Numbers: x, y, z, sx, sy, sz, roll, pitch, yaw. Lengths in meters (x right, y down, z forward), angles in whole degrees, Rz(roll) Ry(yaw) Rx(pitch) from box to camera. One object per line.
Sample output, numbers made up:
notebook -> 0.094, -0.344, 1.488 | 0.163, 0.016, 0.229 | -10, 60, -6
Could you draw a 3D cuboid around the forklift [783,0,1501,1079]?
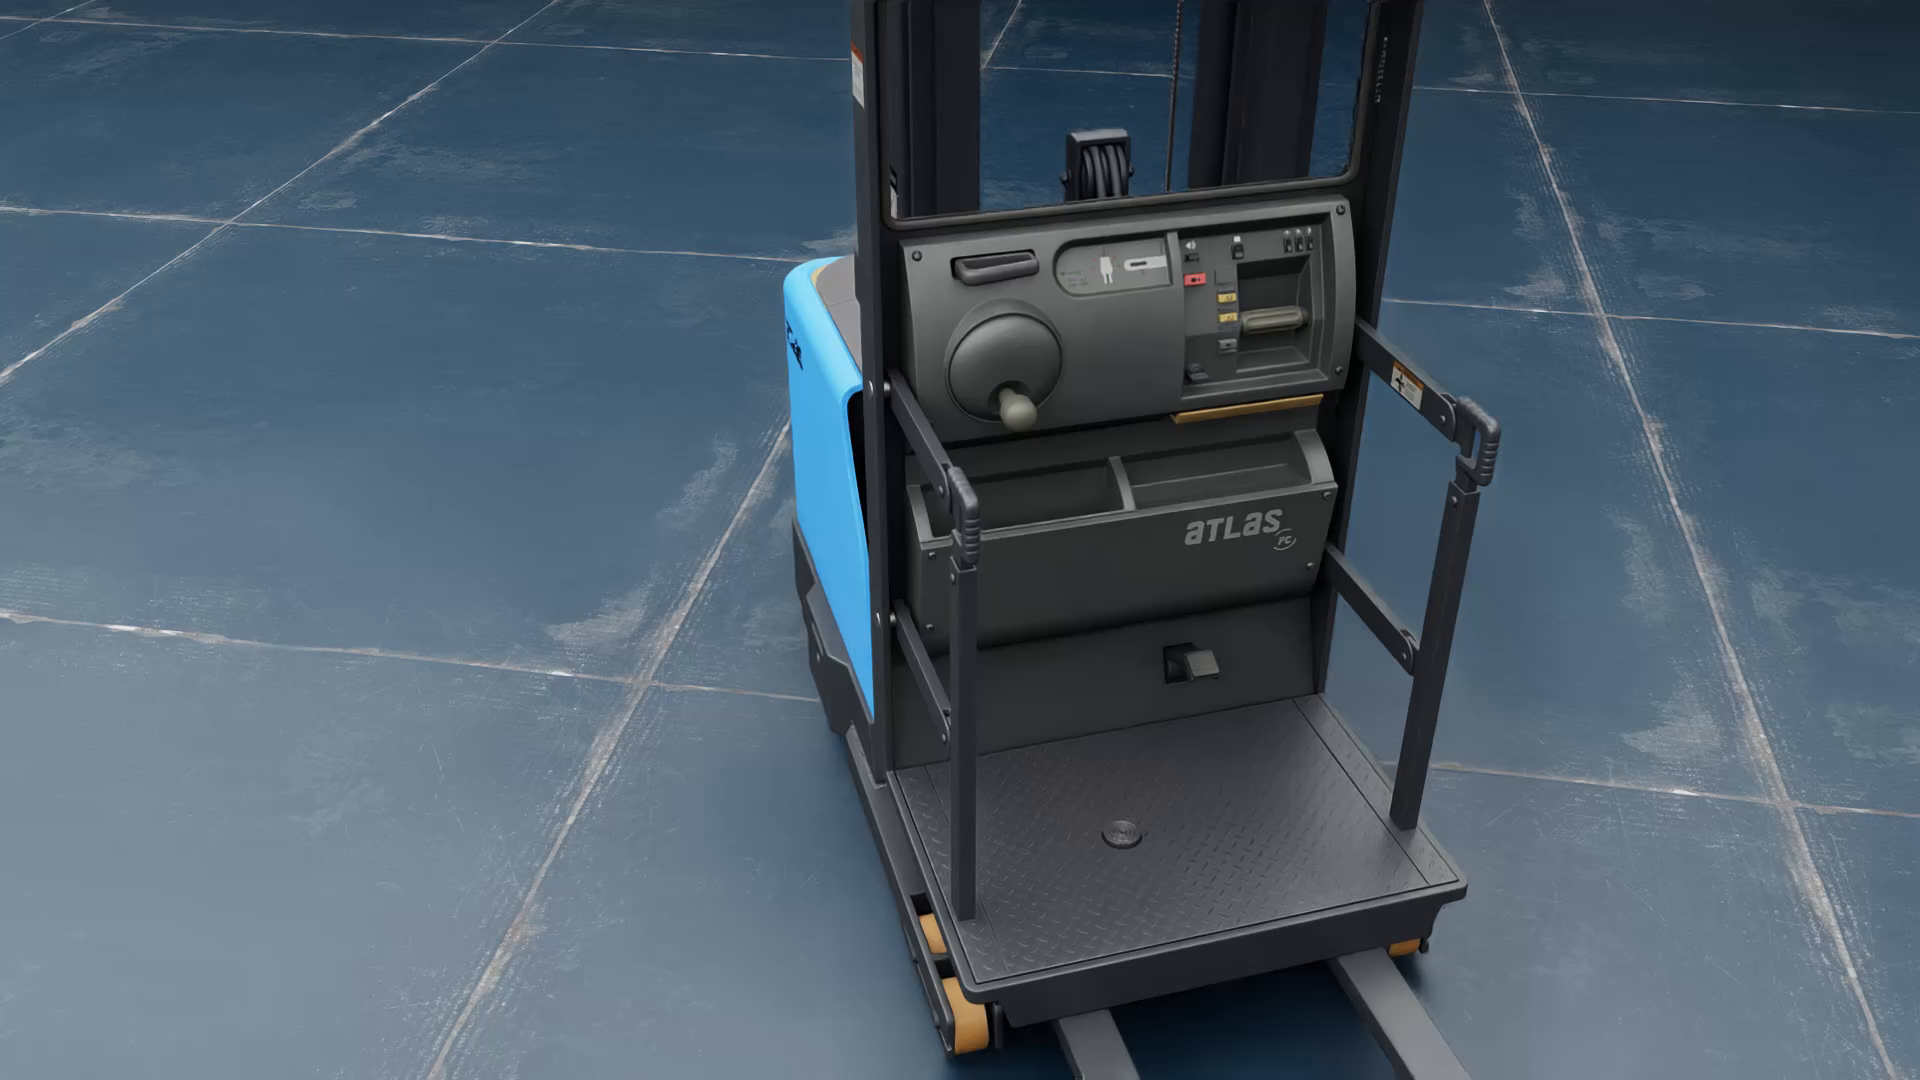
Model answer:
forklift -> 0.409, -0.391, 3.112 | 1.130, 2.935, 3.031 | -9, 33, -13
